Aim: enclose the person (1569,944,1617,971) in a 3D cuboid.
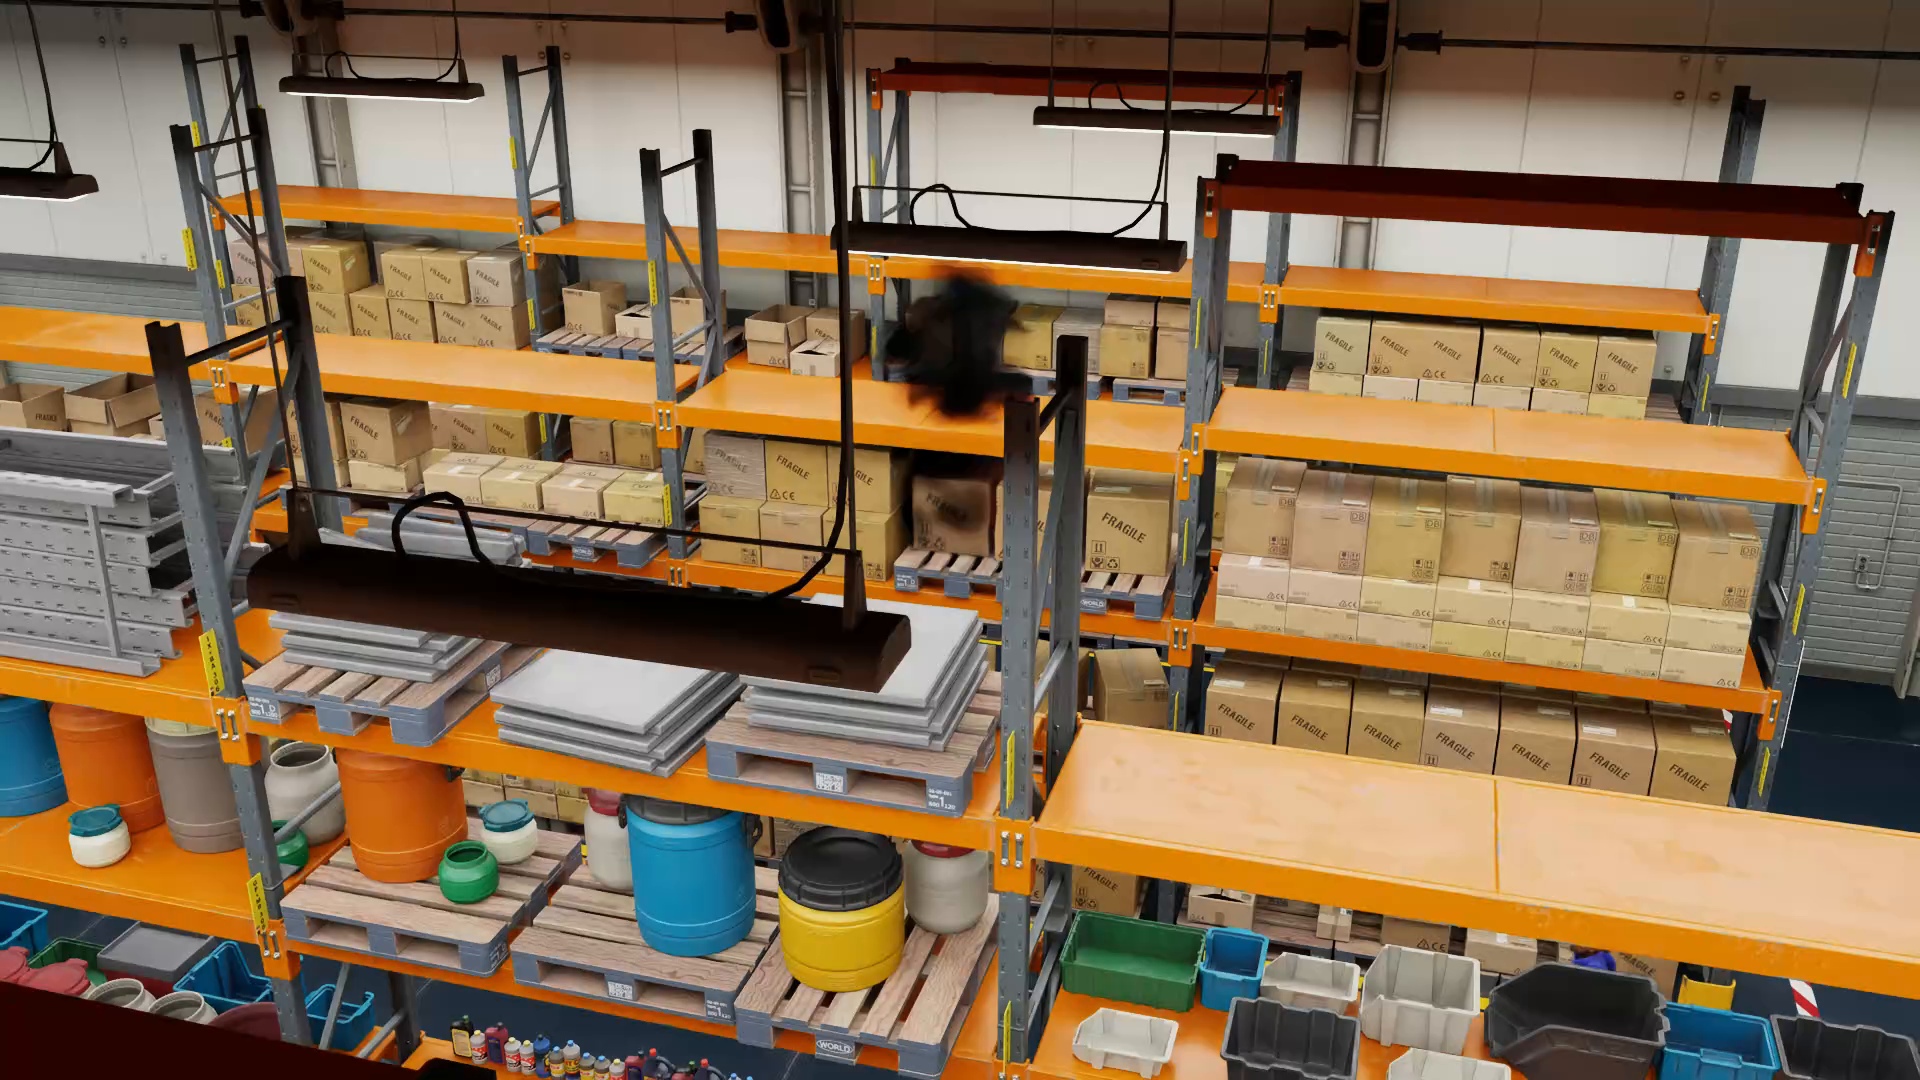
[{"bbox_3d":[4.087,3.237,10.855,0.748,1.707,0.554,3,23,7],"label":"person"}]
